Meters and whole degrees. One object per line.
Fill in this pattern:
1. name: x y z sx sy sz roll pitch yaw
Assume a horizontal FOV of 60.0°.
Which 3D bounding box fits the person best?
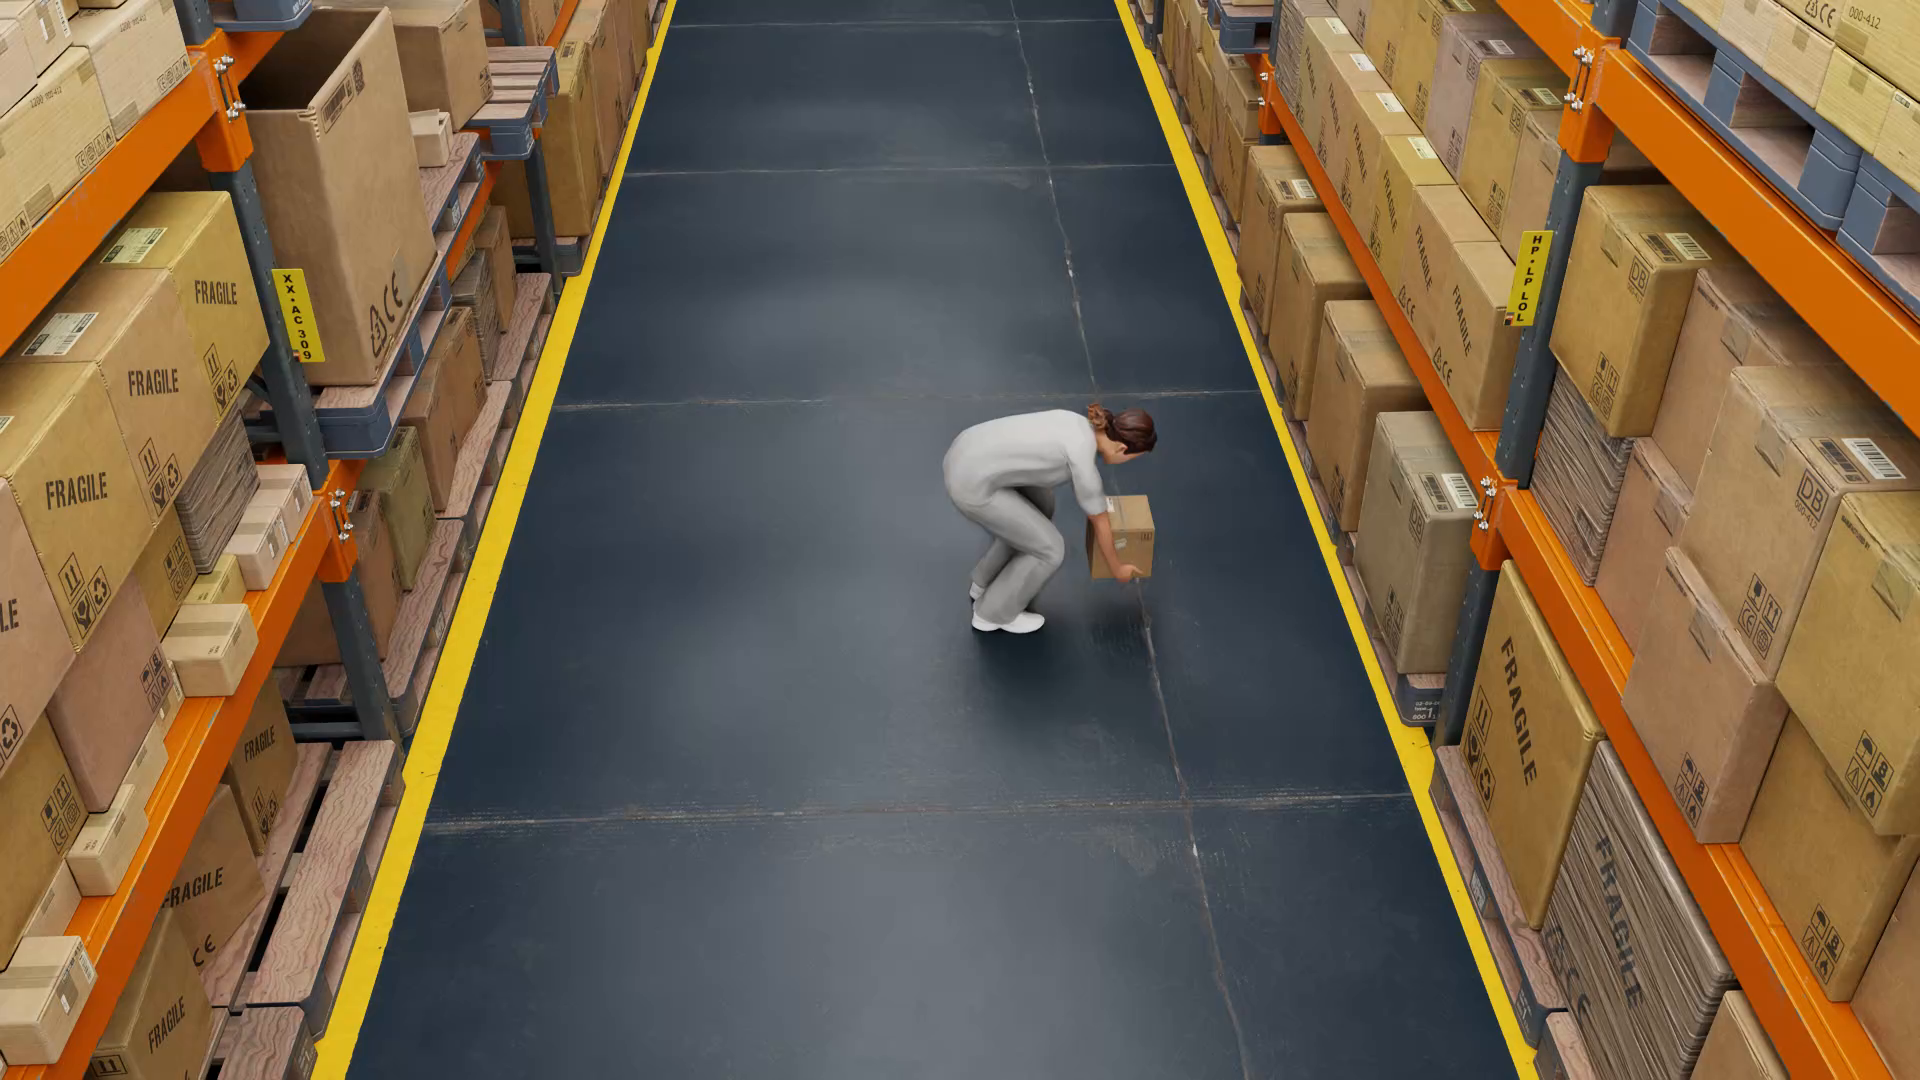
1. person: 0.364 -0.099 6.905 0.867 0.960 0.472 -3 35 -4
